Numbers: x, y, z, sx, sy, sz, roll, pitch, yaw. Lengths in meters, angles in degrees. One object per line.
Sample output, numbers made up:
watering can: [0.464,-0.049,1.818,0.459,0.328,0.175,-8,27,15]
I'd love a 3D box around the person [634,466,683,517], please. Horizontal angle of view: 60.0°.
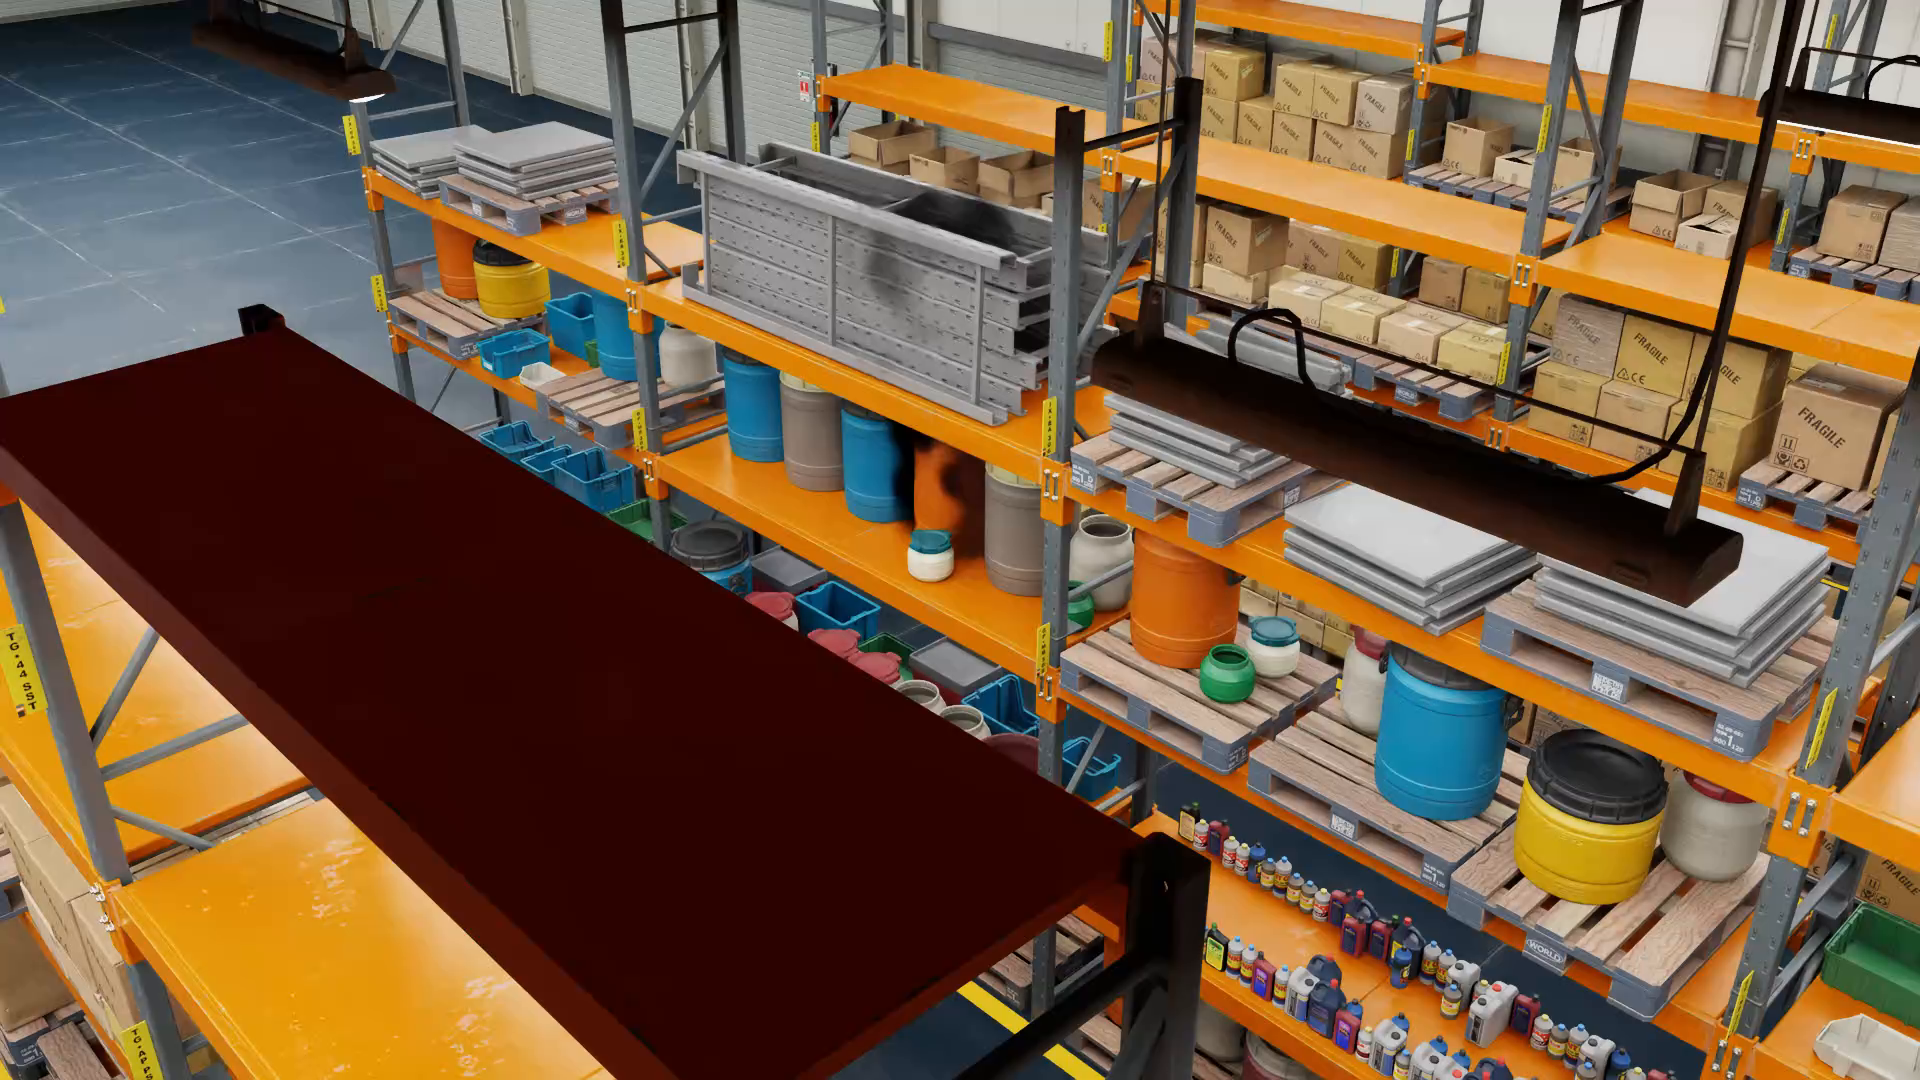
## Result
person: [-2.974,-0.571,16.227,0.898,1.551,0.582,24,36,37]
